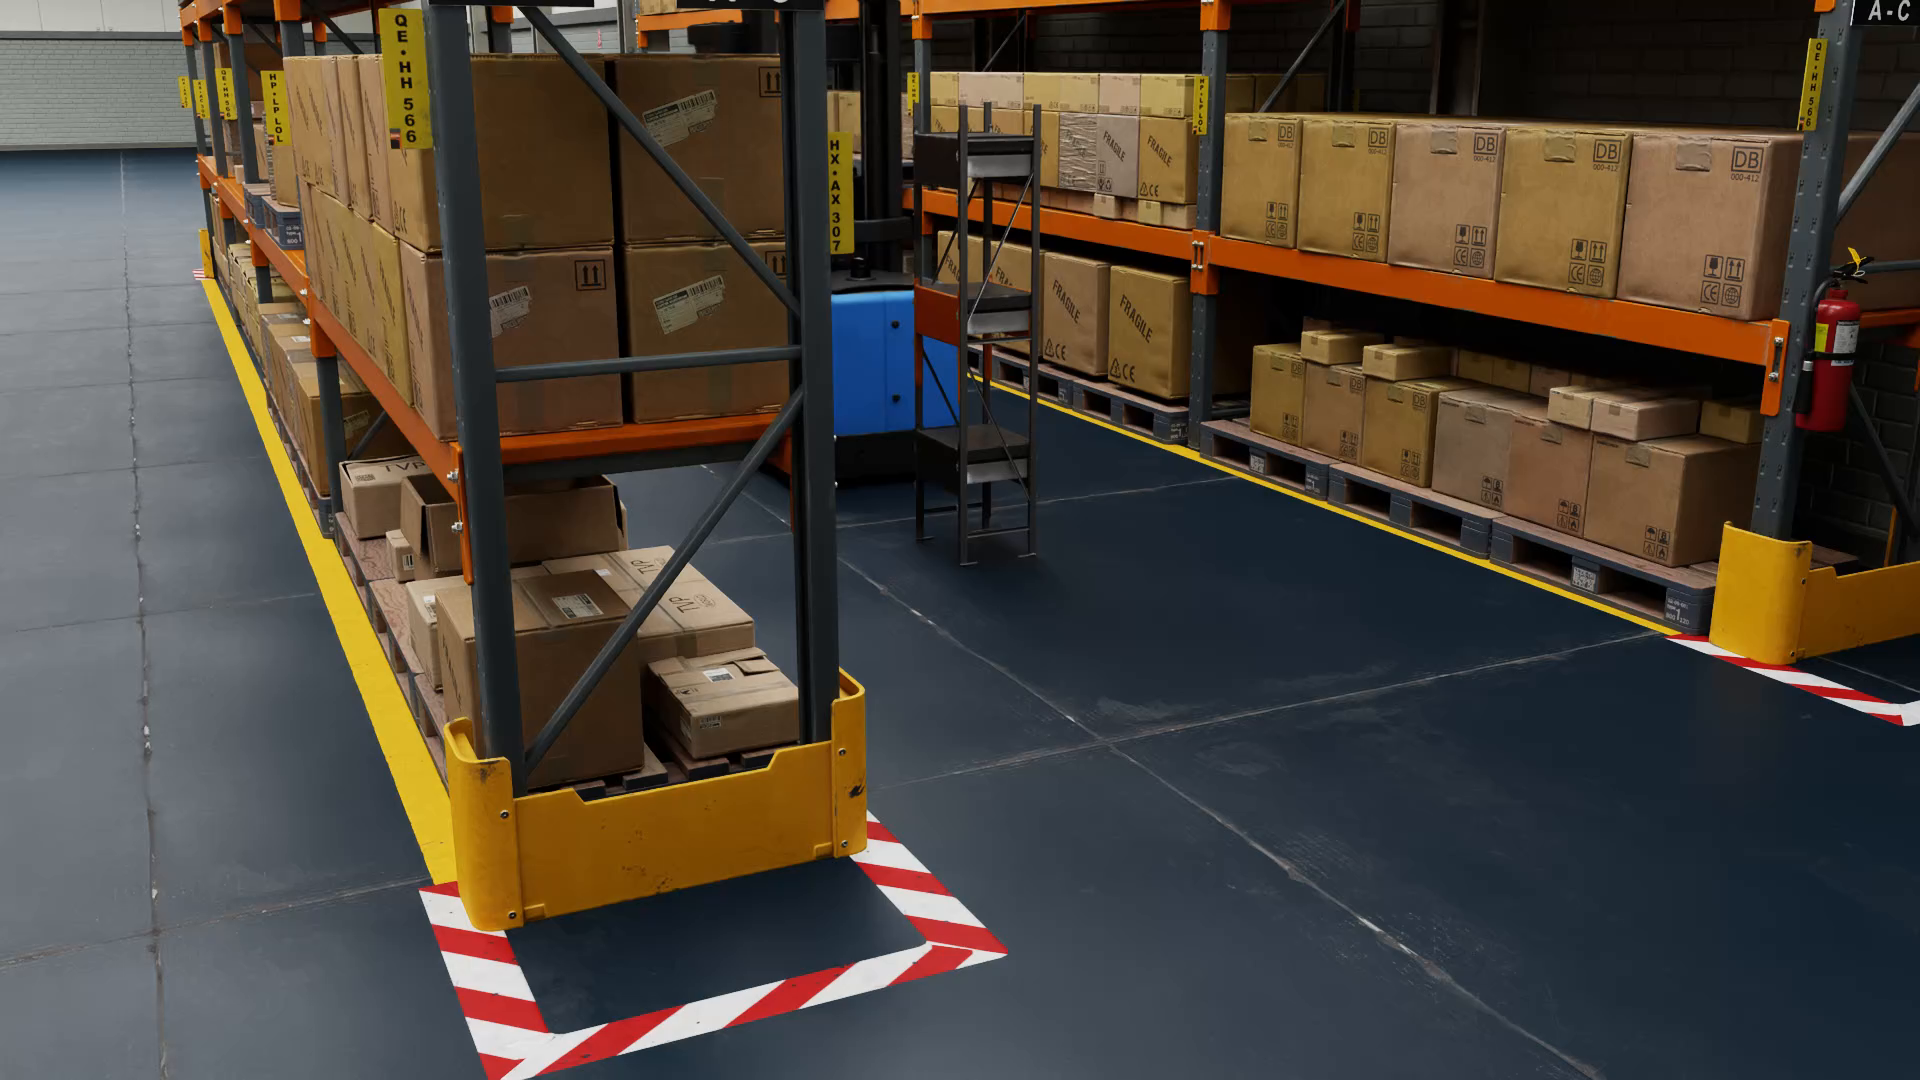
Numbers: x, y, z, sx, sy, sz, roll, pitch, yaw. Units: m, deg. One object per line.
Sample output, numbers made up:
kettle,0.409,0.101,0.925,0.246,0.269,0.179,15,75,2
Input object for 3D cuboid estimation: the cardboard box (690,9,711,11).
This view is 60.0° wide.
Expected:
cardboard box,-2.562,-5.892,17.689,0.500,0.500,0.500,-8,18,-27

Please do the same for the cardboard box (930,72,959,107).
cardboard box,0.101,-3.456,12.739,0.500,0.250,0.500,-7,18,-24

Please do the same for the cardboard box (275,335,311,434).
cardboard box,-3.705,-0.926,9.772,0.500,0.500,0.500,-8,18,-27

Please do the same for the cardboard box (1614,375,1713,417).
cardboard box,3.241,-0.654,7.687,0.380,0.149,0.250,-8,18,-25

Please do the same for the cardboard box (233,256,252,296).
cardboard box,-5.683,-2.202,13.693,0.500,0.311,0.500,-8,18,-27

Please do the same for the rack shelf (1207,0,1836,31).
rack shelf,2.749,-2.654,7.927,1.077,0.370,4.000,-8,18,-25

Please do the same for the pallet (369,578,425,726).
pallet,-1.740,0.360,6.615,1.003,0.211,1.213,-8,18,-25

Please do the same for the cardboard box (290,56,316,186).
cardboard box,-2.398,-1.704,6.757,0.500,0.500,0.500,-8,18,-27

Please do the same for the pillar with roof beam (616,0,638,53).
pillar with roof beam,-8.798,-8.811,22.641,9.100,9.000,0.400,-8,18,-25

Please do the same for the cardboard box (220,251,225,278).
cardboard box,-7.145,-2.778,16.716,0.500,0.250,0.500,-8,18,-25

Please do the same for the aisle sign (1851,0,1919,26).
aisle sign,3.387,-2.257,5.966,0.394,0.787,0.004,-8,18,-25

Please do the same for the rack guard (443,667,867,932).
rack guard,-0.859,0.720,4.834,1.175,0.500,0.348,-8,18,-25

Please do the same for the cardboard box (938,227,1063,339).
cardboard box,0.325,-2.016,12.973,0.750,0.750,0.750,-8,18,-26

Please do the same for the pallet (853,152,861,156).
pallet,-0.783,-3.439,15.145,1.003,0.211,1.213,-8,18,-25

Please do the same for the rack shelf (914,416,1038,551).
rack shelf,0.073,-0.282,8.015,0.431,0.518,0.480,-8,18,-25

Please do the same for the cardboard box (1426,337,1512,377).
cardboard box,2.682,-0.970,8.786,0.380,0.149,0.250,-7,18,-24

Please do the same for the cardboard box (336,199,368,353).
cardboard box,-1.931,-0.966,5.998,0.500,0.500,0.500,-8,18,-26

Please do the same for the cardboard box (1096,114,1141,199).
cardboard box,1.212,-2.464,10.641,0.500,0.500,0.500,-7,18,-24

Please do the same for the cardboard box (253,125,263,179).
cardboard box,-5.311,-3.039,13.220,0.500,0.500,0.500,-8,18,-25

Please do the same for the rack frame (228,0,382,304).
rack frame,-4.330,-2.446,11.336,1.000,3.000,0.127,-8,18,-25

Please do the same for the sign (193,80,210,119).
sign,-6.581,-3.825,14.427,0.100,0.325,0.005,-8,18,-25

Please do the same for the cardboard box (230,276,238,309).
cardboard box,-6.129,-2.188,14.661,0.500,0.250,0.500,-8,18,-26

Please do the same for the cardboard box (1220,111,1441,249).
cardboard box,2.096,-2.061,9.452,0.980,0.700,0.700,-7,18,-24

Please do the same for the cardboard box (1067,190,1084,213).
cardboard box,0.954,-2.312,11.290,0.380,0.149,0.250,-8,18,-26

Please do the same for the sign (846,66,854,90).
sign,-1.134,-4.662,16.959,0.100,0.325,0.005,-8,18,-25

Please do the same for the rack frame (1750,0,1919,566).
rack frame,3.626,-1.062,6.513,1.000,3.000,0.127,-8,18,-25

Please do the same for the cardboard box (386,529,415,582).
cardboard box,-2.201,0.040,7.013,0.380,0.166,0.250,-8,18,-25

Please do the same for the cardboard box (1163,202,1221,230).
cardboard box,1.471,-1.992,10.174,0.380,0.149,0.250,-7,18,-24

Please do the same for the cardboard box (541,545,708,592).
cardboard box,-1.247,0.231,6.196,0.500,0.250,0.500,-8,18,-25

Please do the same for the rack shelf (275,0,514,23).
rack shelf,-1.702,-2.054,5.837,1.077,0.370,4.000,-8,18,-25

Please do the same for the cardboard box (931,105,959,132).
cardboard box,0.104,-3.095,12.840,0.500,0.500,0.500,-7,17,-23

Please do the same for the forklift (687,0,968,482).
forklift,-0.994,-2.091,10.223,1.130,2.935,3.031,-7,17,-22

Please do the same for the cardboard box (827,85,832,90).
cardboard box,-1.650,-4.477,17.290,0.500,0.500,0.500,-8,18,-26

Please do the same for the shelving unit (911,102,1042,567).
shelving unit,0.073,-0.968,7.818,0.431,2.100,0.503,-8,18,-25

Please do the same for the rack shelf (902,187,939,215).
rack shelf,-0.755,-3.196,15.253,1.077,0.370,4.000,-8,18,-25

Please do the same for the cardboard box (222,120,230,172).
cardboard box,-6.520,-3.725,15.612,0.700,0.500,0.500,-8,18,-25

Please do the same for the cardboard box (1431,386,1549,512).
cardboard box,2.789,-0.472,8.229,0.700,0.500,0.500,-8,18,-27

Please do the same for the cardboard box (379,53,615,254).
cardboard box,-1.268,-1.068,4.541,0.500,0.500,0.500,-8,18,-25

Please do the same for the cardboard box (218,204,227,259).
cardboard box,-6.913,-3.016,16.186,0.500,0.500,0.500,-8,18,-25

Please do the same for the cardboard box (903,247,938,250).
cardboard box,-0.363,-2.369,14.804,0.700,0.500,0.500,-8,18,-25

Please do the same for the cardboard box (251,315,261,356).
cardboard box,-5.009,-1.555,12.453,0.500,0.250,0.500,-8,18,-26

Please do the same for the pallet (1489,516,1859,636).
pallet,3.205,0.090,7.556,1.003,0.211,1.213,-8,18,-25

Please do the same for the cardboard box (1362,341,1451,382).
cardboard box,2.324,-0.932,8.654,0.380,0.149,0.250,-8,18,-26

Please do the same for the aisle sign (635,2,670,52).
aisle sign,-3.685,-6.260,19.915,0.394,0.787,0.004,-8,18,-25

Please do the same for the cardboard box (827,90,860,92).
cardboard box,-1.201,-4.027,15.867,0.700,0.500,0.500,-6,17,-19

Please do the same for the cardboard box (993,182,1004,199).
cardboard box,0.421,-2.638,12.423,0.380,0.149,0.250,-8,18,-25

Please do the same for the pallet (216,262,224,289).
pallet,-7.463,-2.905,17.990,1.003,0.211,1.213,-8,18,-25

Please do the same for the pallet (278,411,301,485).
pallet,-3.507,-0.614,10.007,1.003,0.211,1.213,-8,18,-25
